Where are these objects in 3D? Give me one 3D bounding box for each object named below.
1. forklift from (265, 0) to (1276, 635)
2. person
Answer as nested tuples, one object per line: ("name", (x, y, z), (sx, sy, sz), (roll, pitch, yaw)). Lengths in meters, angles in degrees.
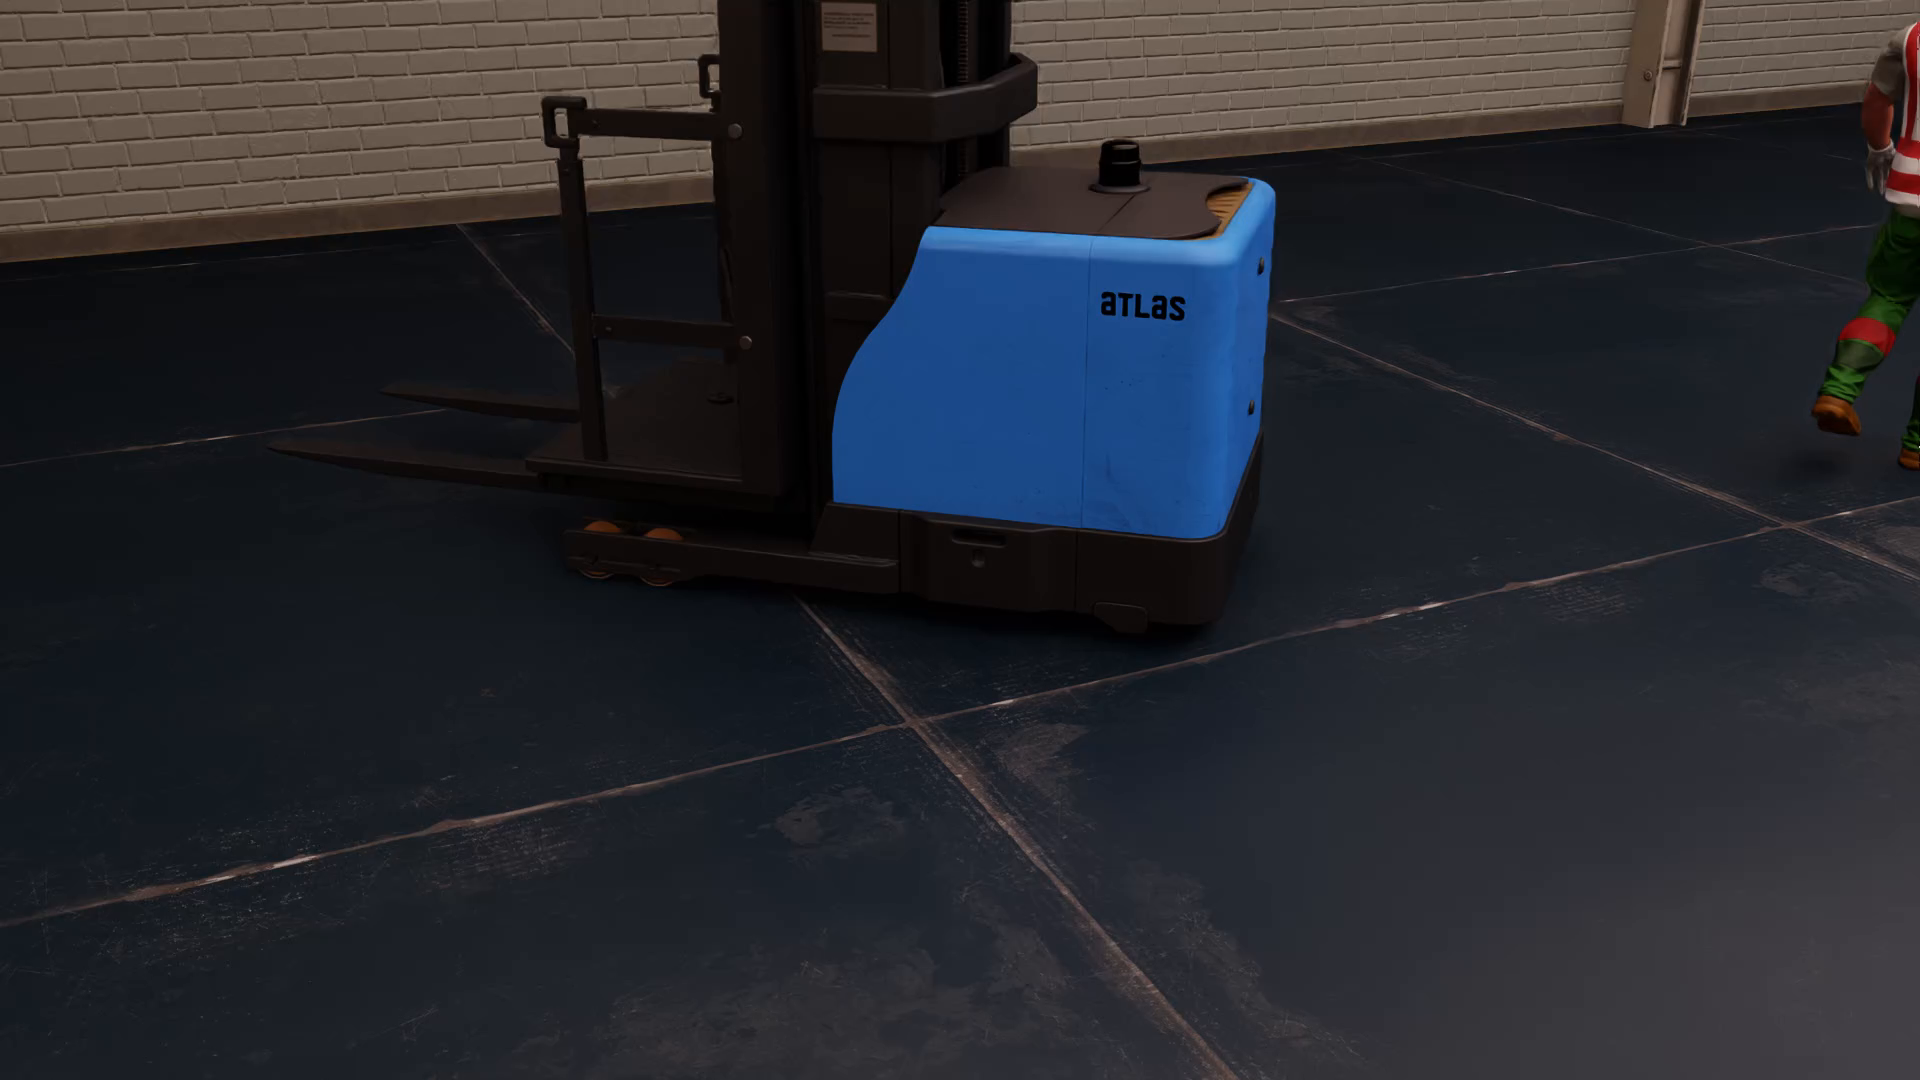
("forklift", (-0.642, -1.405, 4.668), (3.031, 2.935, 1.130), (6, 23, 15))
("person", (3.219, -1.086, 5.418), (0.590, 1.766, 0.812), (-15, 27, -31))
